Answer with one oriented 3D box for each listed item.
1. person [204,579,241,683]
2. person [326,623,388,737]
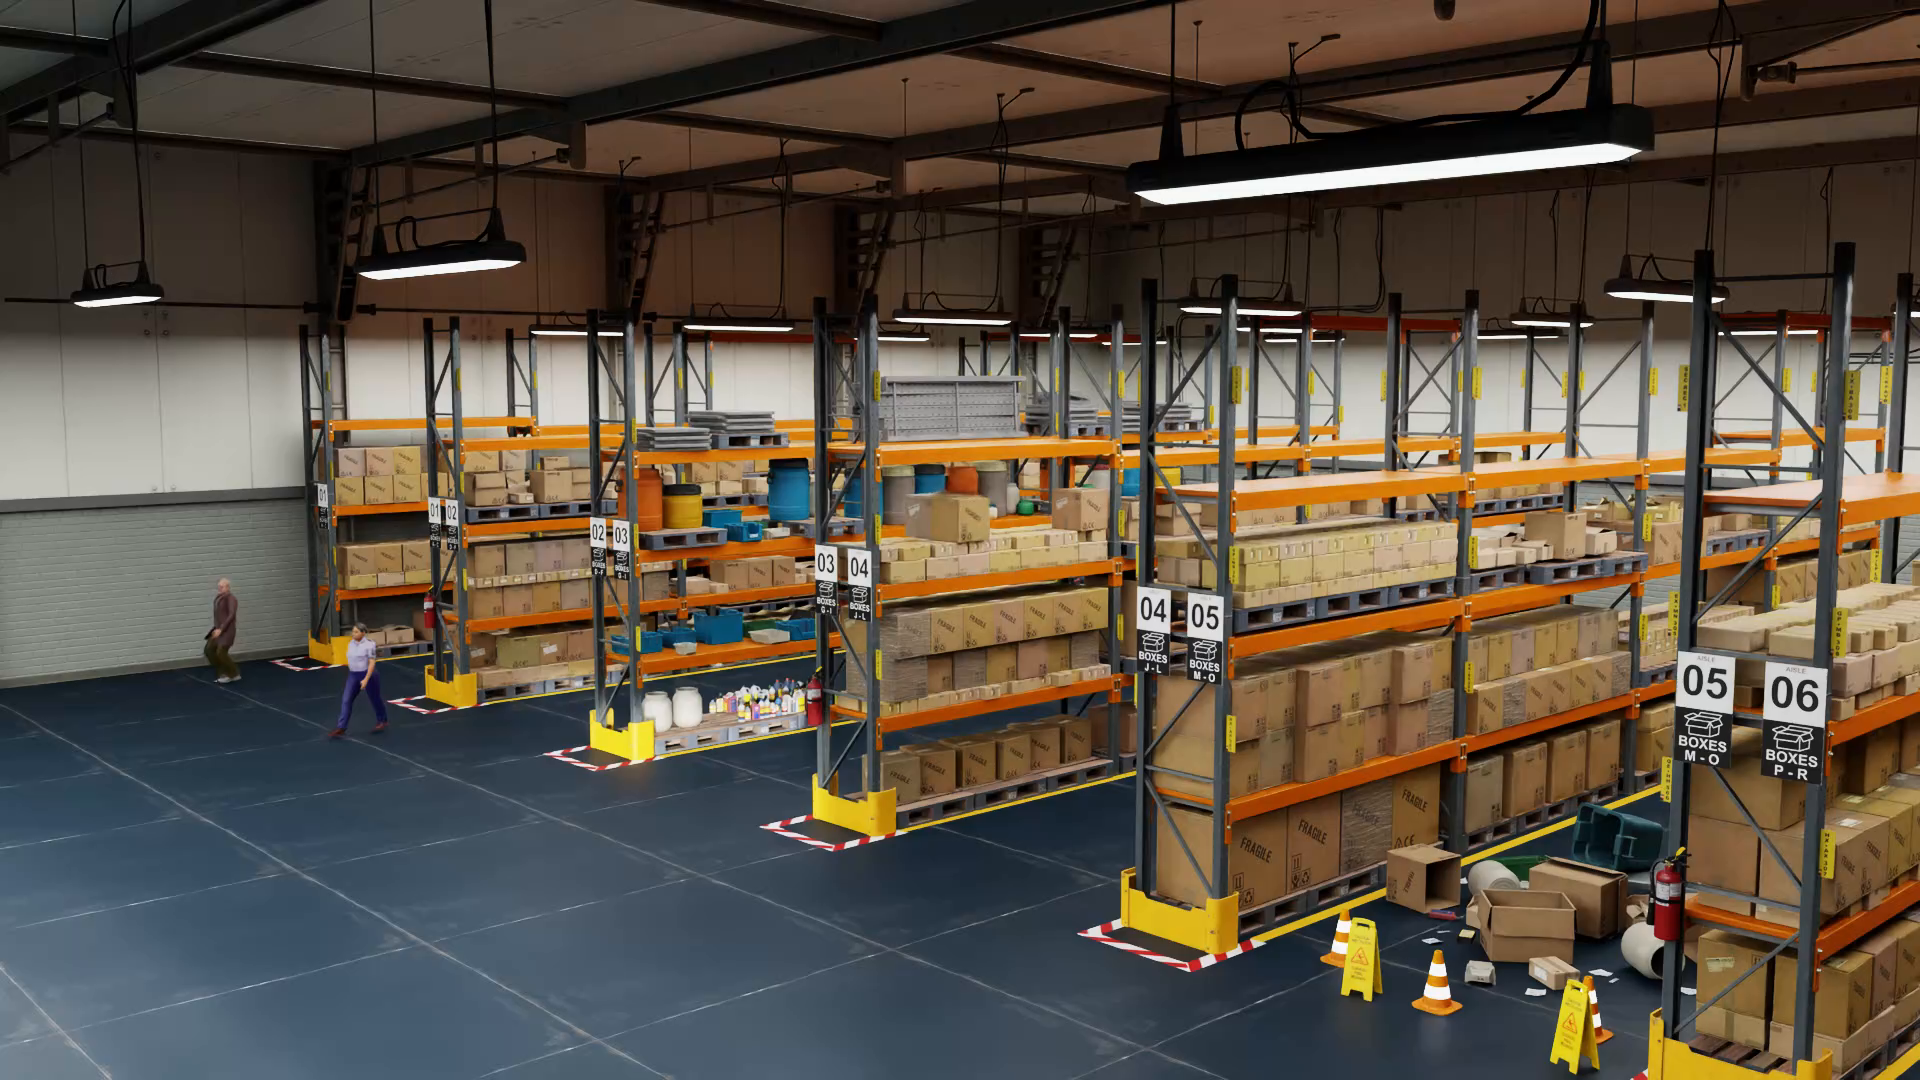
[{"bbox_3d":[-12.283,1.536,27.664,0.697,1.799,0.527,5,8,42],"label":"person"},{"bbox_3d":[-8.544,1.964,23.627,0.524,1.592,0.983,1,6,12],"label":"person"}]
